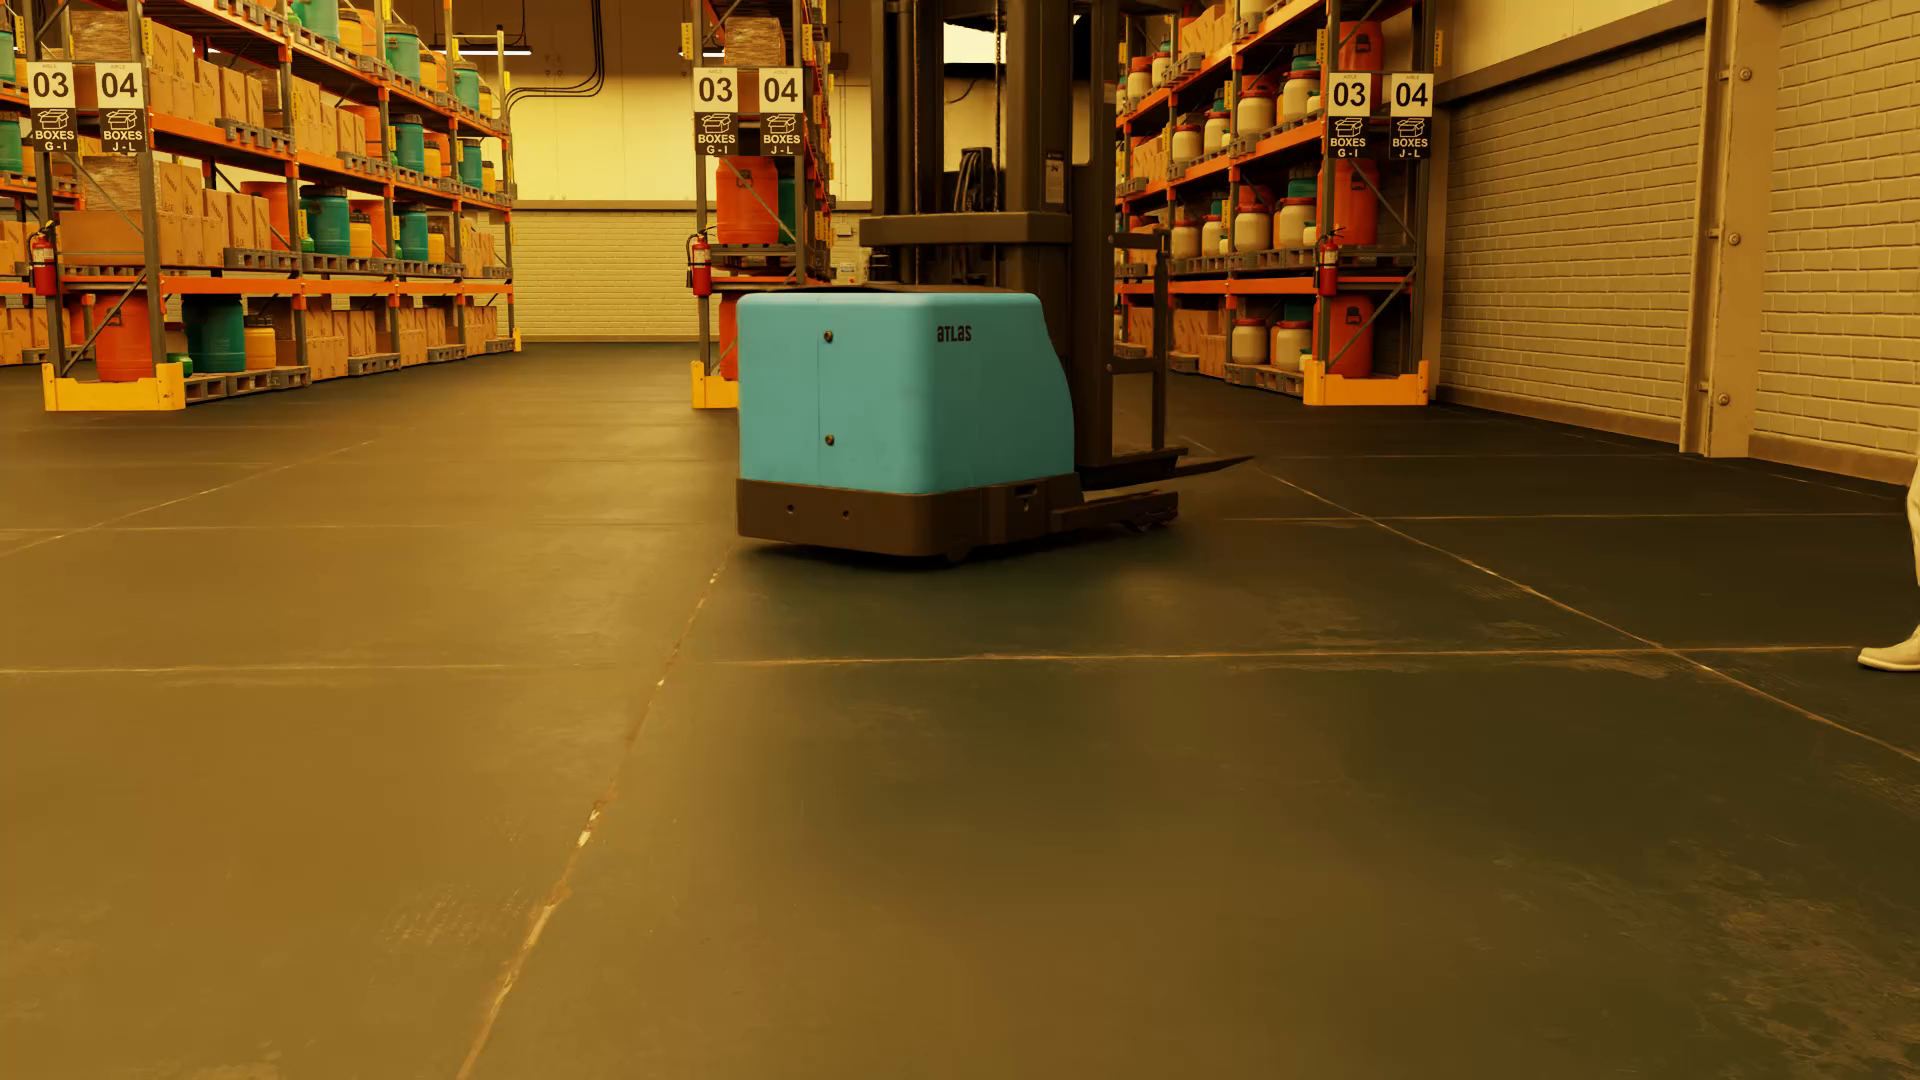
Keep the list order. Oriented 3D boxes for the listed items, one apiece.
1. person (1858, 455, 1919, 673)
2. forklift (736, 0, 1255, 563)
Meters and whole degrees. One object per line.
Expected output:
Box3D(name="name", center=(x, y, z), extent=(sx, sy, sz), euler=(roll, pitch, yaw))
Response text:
Box3D(name="person", center=(2.990, -0.453, 4.829), extent=(0.780, 1.637, 0.376), euler=(-7, 11, -41))
Box3D(name="forklift", center=(0.365, -1.530, 7.634), extent=(1.130, 2.935, 3.031), euler=(7, 11, 37))
